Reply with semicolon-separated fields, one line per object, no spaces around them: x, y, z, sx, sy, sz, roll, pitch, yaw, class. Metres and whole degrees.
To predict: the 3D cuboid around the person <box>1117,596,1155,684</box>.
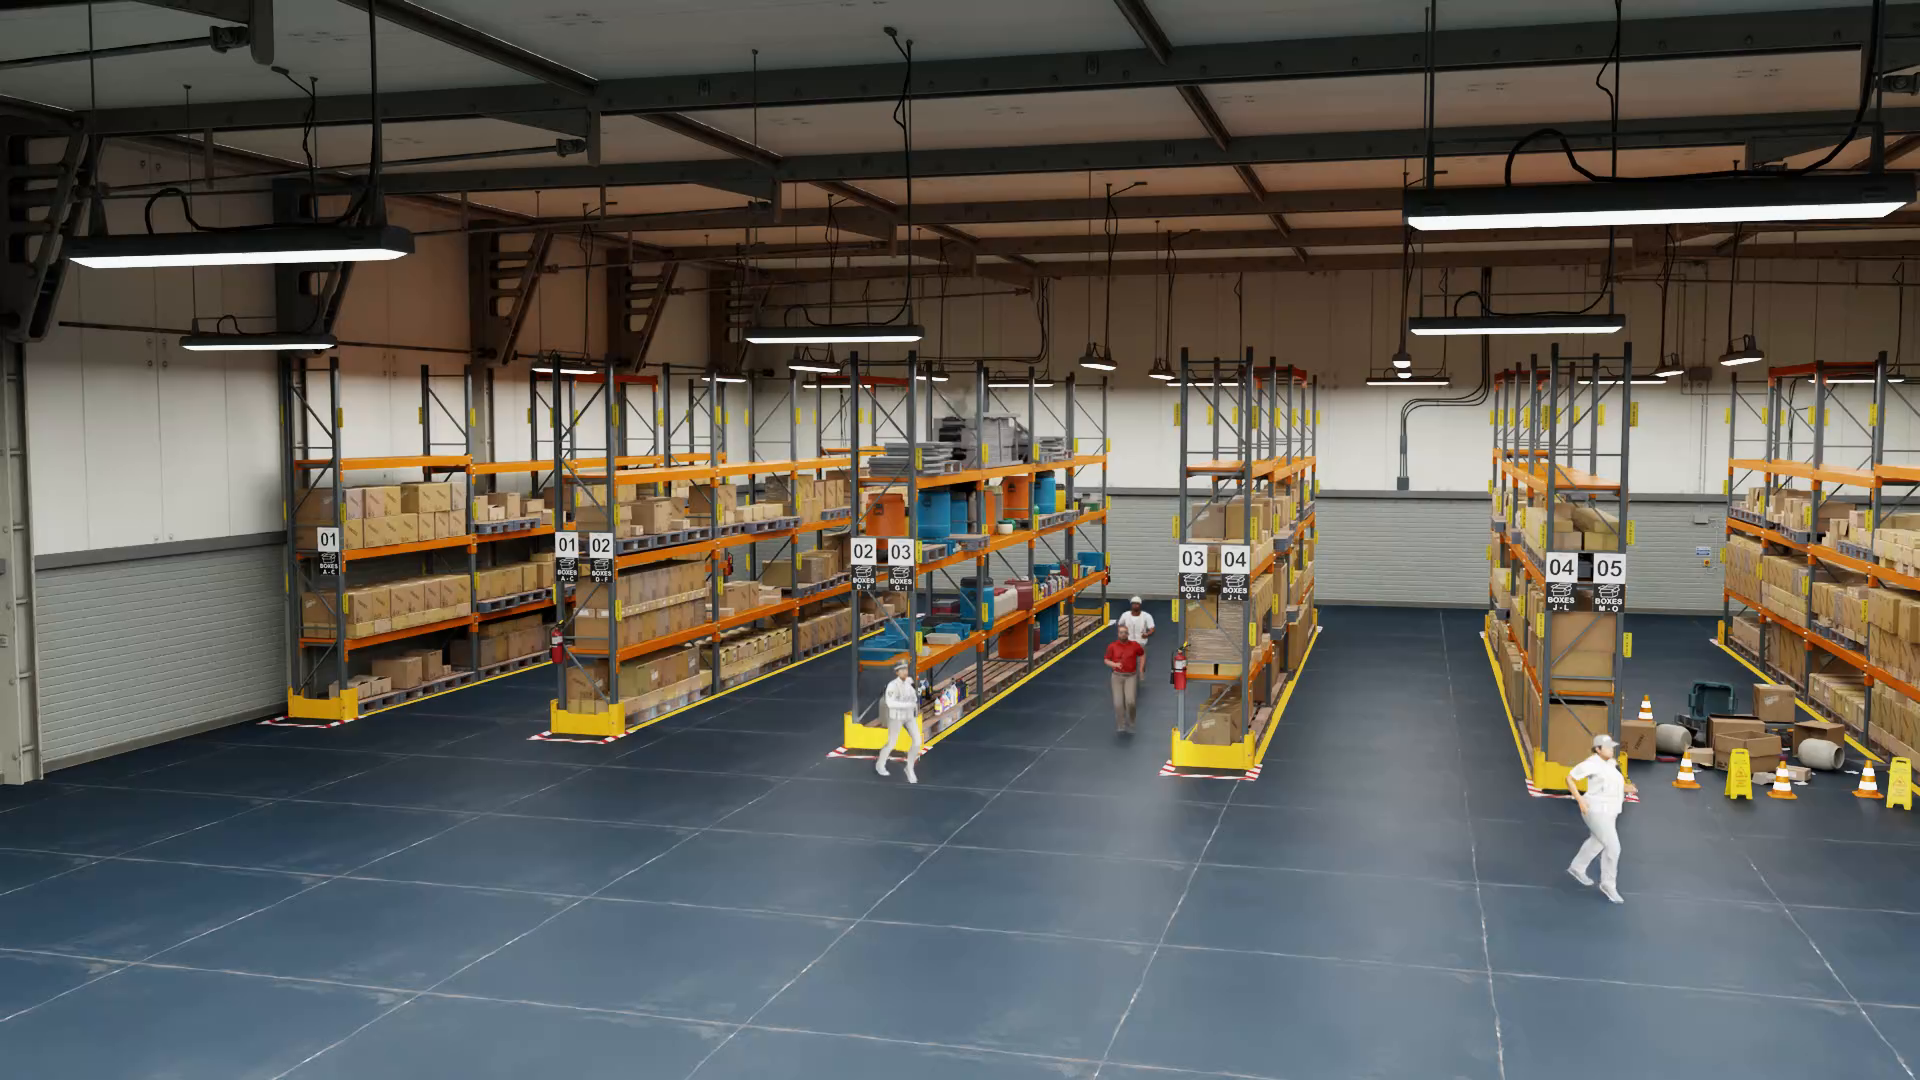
3.217;1.900;30.532;0.712;1.730;0.795;1;4;12;person

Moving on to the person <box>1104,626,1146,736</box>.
2.595;2.232;26.248;0.640;1.726;0.702;1;4;9;person

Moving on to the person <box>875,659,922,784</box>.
-0.801;2.479;22.898;0.626;1.722;0.860;-3;5;-36;person

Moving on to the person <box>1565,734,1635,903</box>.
6.708;2.895;17.454;0.579;1.729;0.764;-4;5;-40;person
